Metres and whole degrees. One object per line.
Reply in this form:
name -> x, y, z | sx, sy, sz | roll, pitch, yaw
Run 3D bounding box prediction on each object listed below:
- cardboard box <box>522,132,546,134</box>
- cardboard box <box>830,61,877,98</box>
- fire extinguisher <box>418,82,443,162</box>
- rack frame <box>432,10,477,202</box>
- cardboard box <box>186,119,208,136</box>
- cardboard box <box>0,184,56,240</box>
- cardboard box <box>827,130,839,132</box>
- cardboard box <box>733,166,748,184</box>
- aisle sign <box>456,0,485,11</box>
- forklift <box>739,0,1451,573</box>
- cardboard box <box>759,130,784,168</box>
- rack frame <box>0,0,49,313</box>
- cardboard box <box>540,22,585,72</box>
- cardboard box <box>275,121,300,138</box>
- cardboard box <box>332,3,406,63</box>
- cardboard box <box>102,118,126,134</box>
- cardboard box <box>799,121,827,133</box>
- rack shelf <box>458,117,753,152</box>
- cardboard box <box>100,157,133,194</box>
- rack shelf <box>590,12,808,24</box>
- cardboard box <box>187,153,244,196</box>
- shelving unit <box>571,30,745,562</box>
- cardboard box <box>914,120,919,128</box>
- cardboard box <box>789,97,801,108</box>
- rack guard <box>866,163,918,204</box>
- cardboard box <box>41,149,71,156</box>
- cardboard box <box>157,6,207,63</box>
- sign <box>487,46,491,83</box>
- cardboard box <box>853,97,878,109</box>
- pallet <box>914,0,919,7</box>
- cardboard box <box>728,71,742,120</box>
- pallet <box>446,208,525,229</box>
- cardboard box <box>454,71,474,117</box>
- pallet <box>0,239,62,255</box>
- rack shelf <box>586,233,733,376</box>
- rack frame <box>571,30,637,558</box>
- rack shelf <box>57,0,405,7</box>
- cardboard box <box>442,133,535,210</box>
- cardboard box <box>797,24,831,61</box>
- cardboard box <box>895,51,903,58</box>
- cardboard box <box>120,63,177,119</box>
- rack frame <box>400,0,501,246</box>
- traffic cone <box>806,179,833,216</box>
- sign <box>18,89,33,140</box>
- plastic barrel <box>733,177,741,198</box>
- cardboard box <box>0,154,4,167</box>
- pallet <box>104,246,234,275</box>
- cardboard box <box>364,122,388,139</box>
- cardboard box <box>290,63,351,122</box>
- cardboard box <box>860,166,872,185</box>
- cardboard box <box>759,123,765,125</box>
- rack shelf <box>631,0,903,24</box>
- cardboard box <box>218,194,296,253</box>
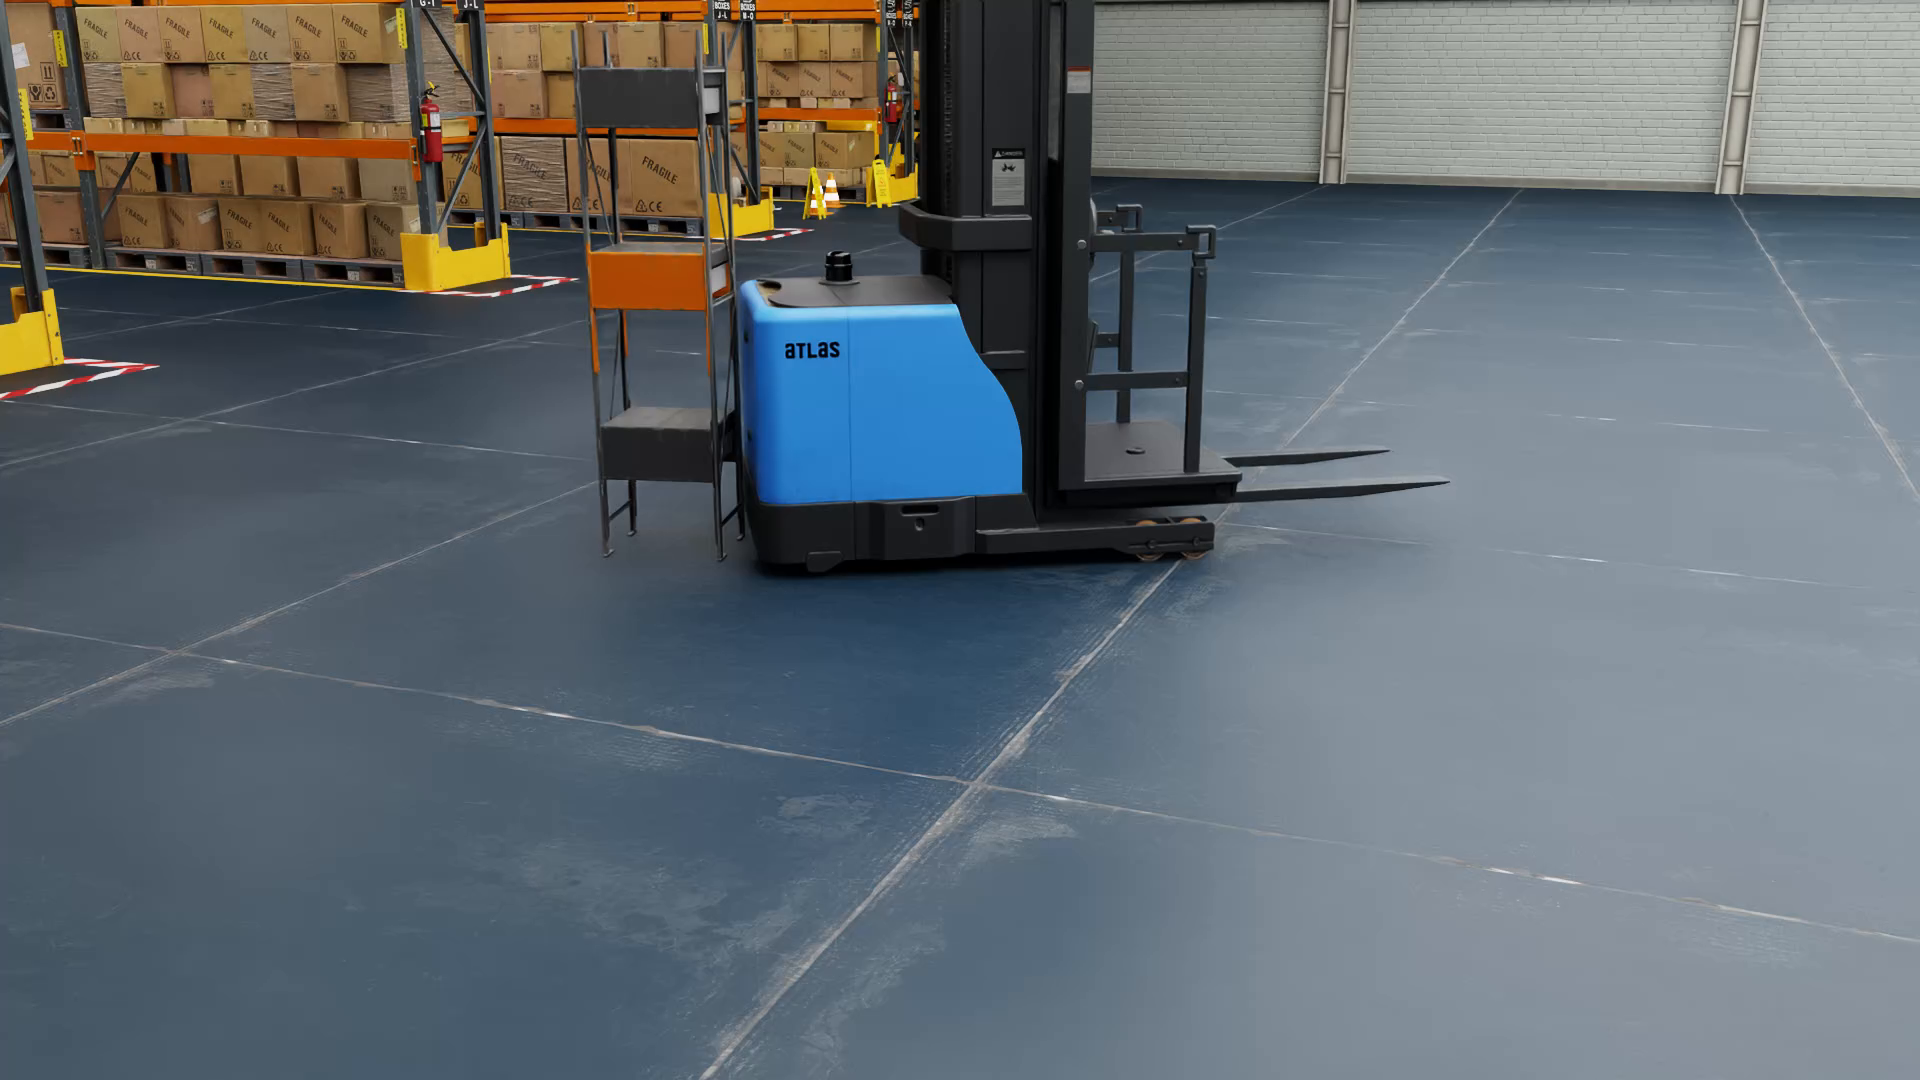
cardboard box -> -7.957, -7.577, 31.623 | 0.500, 0.500, 0.500 | 7, 18, 23
cardboard box -> -1.517, -6.550, 23.643 | 0.500, 0.500, 0.500 | 6, 17, 20
fire extinguisher -> -4.609, -3.637, 14.459 | 0.183, 0.674, 0.296 | 6, 17, 21
rack frame -> -6.354, -5.490, 20.705 | 0.127, 3.000, 1.000 | 6, 17, 21
cardboard box -> -7.006, -3.872, 15.582 | 0.250, 0.149, 0.380 | 6, 17, 21
cardboard box -> -9.788, -3.404, 17.214 | 0.500, 0.500, 0.700 | 5, 17, 16
cardboard box -> -2.070, -5.825, 24.693 | 0.500, 0.500, 0.500 | 6, 17, 19
cardboard box -> -3.187, -5.430, 24.676 | 0.500, 0.250, 0.500 | 6, 17, 20
aisle sign -> -4.379, -5.125, 14.784 | 0.004, 0.787, 0.394 | 6, 17, 21
forklift -> 0.597, -1.462, 6.952 | 3.031, 2.935, 1.130 | -3, 16, -11
cardboard box -> -2.705, -5.737, 24.388 | 0.500, 0.500, 0.500 | 6, 17, 19
rack frame -> -6.364, -2.520, 10.475 | 0.127, 3.000, 1.000 | 6, 17, 21
cardboard box -> -4.521, -5.865, 19.790 | 0.500, 0.550, 0.875 | 6, 17, 21
cardboard box -> -6.057, -3.784, 15.277 | 0.250, 0.149, 0.380 | 6, 17, 21
cardboard box -> -5.149, -4.468, 14.678 | 0.500, 0.500, 0.500 | 6, 17, 21
cardboard box -> -7.950, -3.965, 15.900 | 0.250, 0.149, 0.380 | 6, 17, 21
cardboard box -> -2.118, -5.963, 24.002 | 0.250, 0.149, 0.380 | 7, 18, 22
rack shelf -> -4.493, -4.940, 20.101 | 4.000, 0.370, 1.077 | 6, 17, 21
cardboard box -> -11.265, -4.954, 22.589 | 0.500, 0.500, 0.500 | 7, 18, 23
rack shelf -> -4.674, -9.372, 29.986 | 4.000, 0.370, 1.077 | 6, 17, 21
cardboard box -> -9.541, -4.935, 22.075 | 0.750, 0.750, 1.050 | 6, 17, 20
shelving unit -> -1.210, -0.981, 6.786 | 0.503, 2.100, 0.431 | 2, 16, 7
cardboard box -> -0.586, -7.090, 28.602 | 0.500, 0.250, 0.500 | 7, 17, 21
cardboard box -> -2.281, -6.347, 24.108 | 0.250, 0.149, 0.380 | 7, 17, 21
rack guard -> -0.981, -5.183, 24.129 | 0.348, 0.500, 1.175 | 6, 17, 21
cardboard box -> -12.236, -5.419, 22.844 | 0.500, 0.250, 0.500 | 7, 18, 23
cardboard box -> -7.012, -4.671, 15.378 | 0.500, 0.500, 0.500 | 6, 17, 21
sign -> -4.348, -4.362, 15.264 | 0.005, 0.325, 0.100 | 6, 17, 21
cardboard box -> -1.337, -6.237, 23.729 | 0.250, 0.149, 0.380 | 7, 18, 22
pallet -> -0.880, -9.264, 28.484 | 1.213, 0.211, 1.003 | 6, 17, 21
cardboard box -> -2.995, -5.179, 19.365 | 0.550, 0.550, 0.875 | 6, 17, 21
pallet -> -5.675, -4.053, 20.756 | 1.213, 0.211, 1.003 | 6, 17, 21
cardboard box -> -6.006, -5.528, 20.565 | 0.550, 0.550, 0.875 | 6, 17, 21
pallet -> -10.131, -3.079, 17.400 | 1.213, 0.211, 1.003 | 6, 17, 21
rack shelf -> -1.210, -0.968, 6.790 | 0.480, 0.518, 0.431 | 2, 16, 7
rack frame -> -1.452, -0.989, 6.815 | 0.015, 2.100, 0.400 | 2, 16, 7
rack shelf -> -6.407, -5.105, 15.287 | 4.000, 0.370, 1.077 | 6, 17, 21
cardboard box -> -5.795, -4.589, 20.659 | 0.875, 0.875, 0.875 | 7, 17, 21
cardboard box -> -1.934, -7.096, 23.729 | 0.500, 0.500, 0.700 | 6, 17, 21
cardboard box -> -0.932, -8.303, 28.517 | 0.250, 0.149, 0.380 | 7, 17, 21
cardboard box -> -7.420, -4.283, 15.833 | 0.500, 0.500, 0.875 | 6, 17, 21
rack frame -> -4.547, -3.805, 14.900 | 0.127, 3.000, 1.000 | 6, 17, 21
traffic cone -> -1.875, -4.544, 21.995 | 0.334, 0.463, 0.336 | 6, 17, 21
sign -> -6.158, -2.796, 10.927 | 0.005, 0.325, 0.100 | 6, 17, 21
plastic barrel -> -3.388, -4.957, 23.488 | 0.512, 0.421, 0.421 | -9, 18, -27
cardboard box -> -13.206, -5.165, 23.317 | 0.500, 0.500, 0.500 | 7, 18, 23
pallet -> -7.630, -2.816, 16.493 | 1.213, 0.211, 1.003 | 6, 17, 21
cardboard box -> -5.120, -3.686, 14.940 | 0.250, 0.149, 0.380 | 6, 17, 21
cardboard box -> -5.558, -4.079, 15.132 | 0.500, 0.500, 0.875 | 6, 17, 21
cardboard box -> -1.560, -5.411, 24.610 | 0.500, 0.250, 0.500 | 6, 17, 20
cardboard box -> -4.022, -7.265, 30.325 | 0.625, 0.625, 0.875 | 6, 17, 20
rack shelf -> -2.771, -7.675, 24.140 | 4.000, 0.370, 1.077 | 6, 17, 21
cardboard box -> -6.768, -3.064, 16.079 | 0.500, 0.500, 0.500 | 5, 17, 16
